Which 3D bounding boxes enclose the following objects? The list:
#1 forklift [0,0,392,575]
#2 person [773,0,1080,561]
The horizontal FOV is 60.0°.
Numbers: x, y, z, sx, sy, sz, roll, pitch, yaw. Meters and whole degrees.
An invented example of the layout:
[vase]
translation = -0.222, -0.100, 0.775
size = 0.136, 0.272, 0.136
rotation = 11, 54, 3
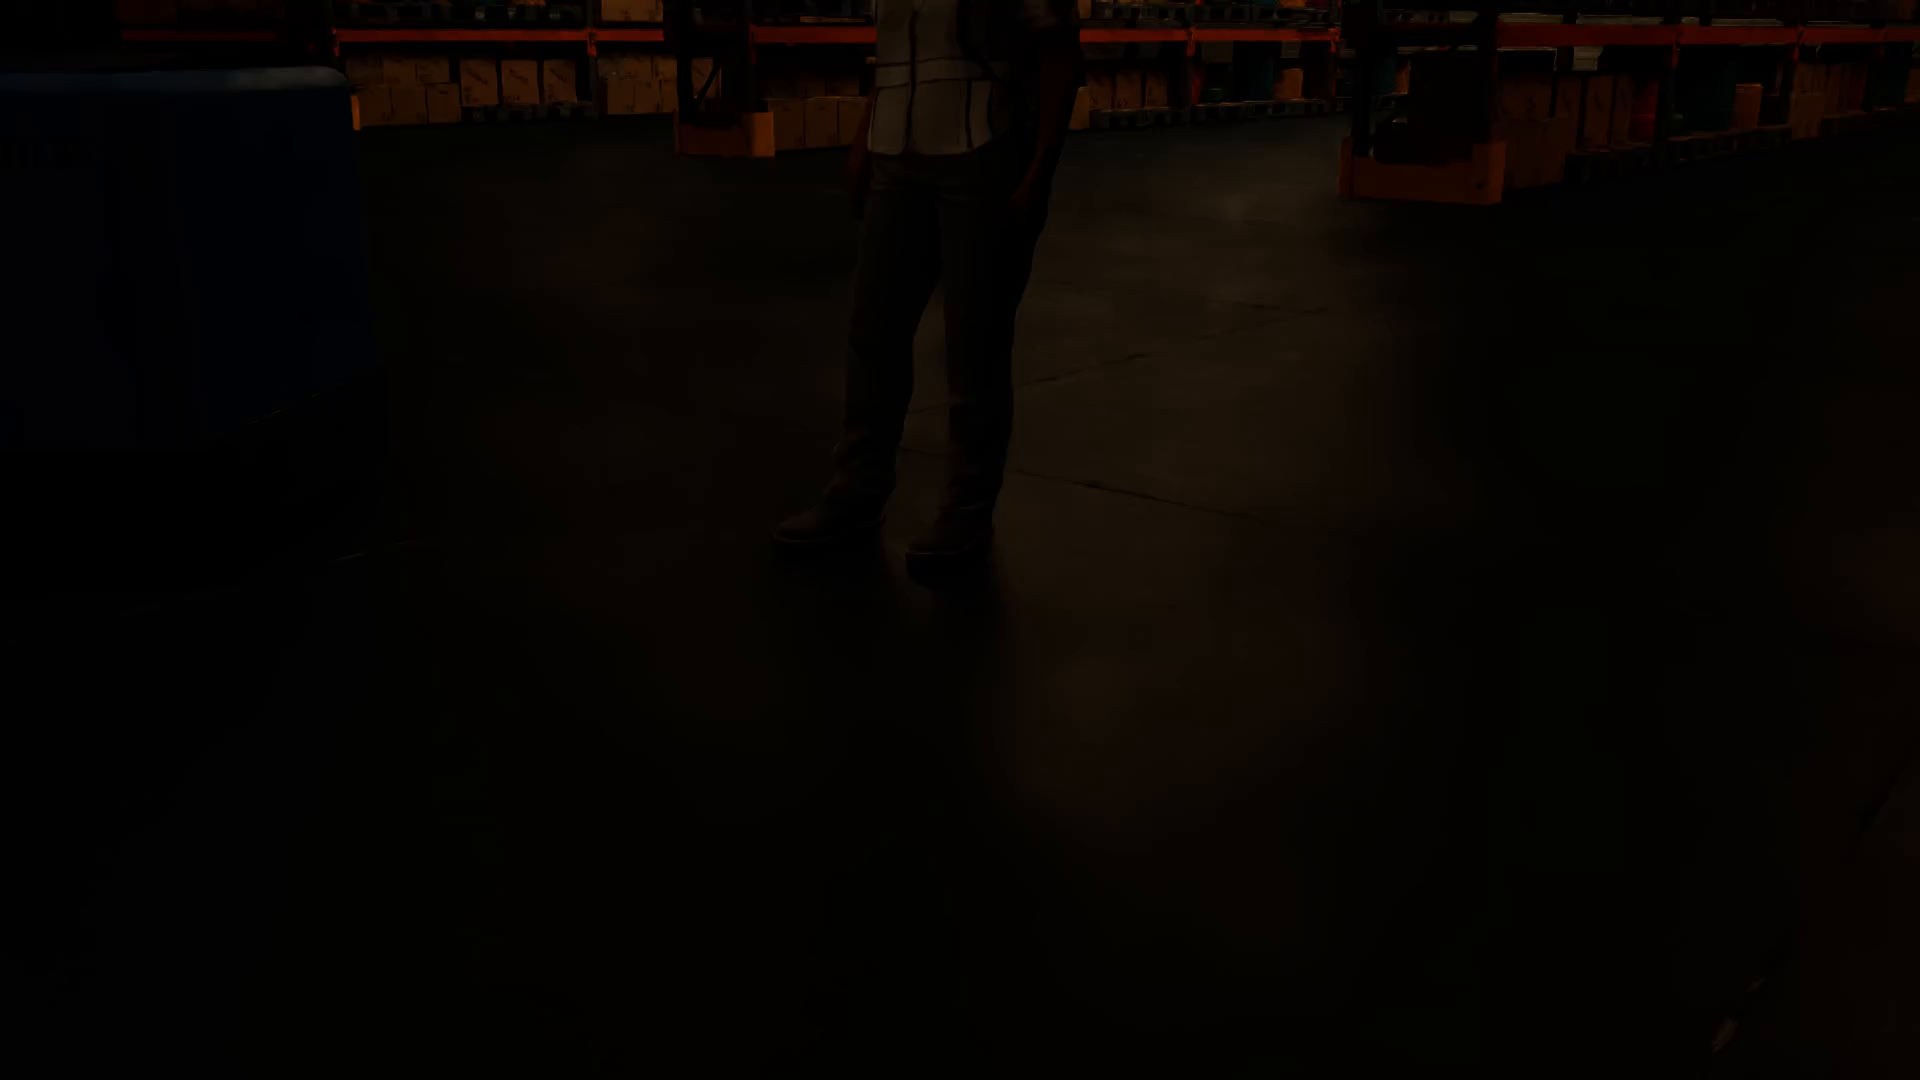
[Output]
[forklift]
translation = -3.075, -1.483, 3.782
size = 3.031, 2.935, 1.130
rotation = 2, 17, 5
[person]
translation = -0.066, -0.776, 3.660
size = 0.598, 1.637, 0.529
rotation = 13, 21, 37
